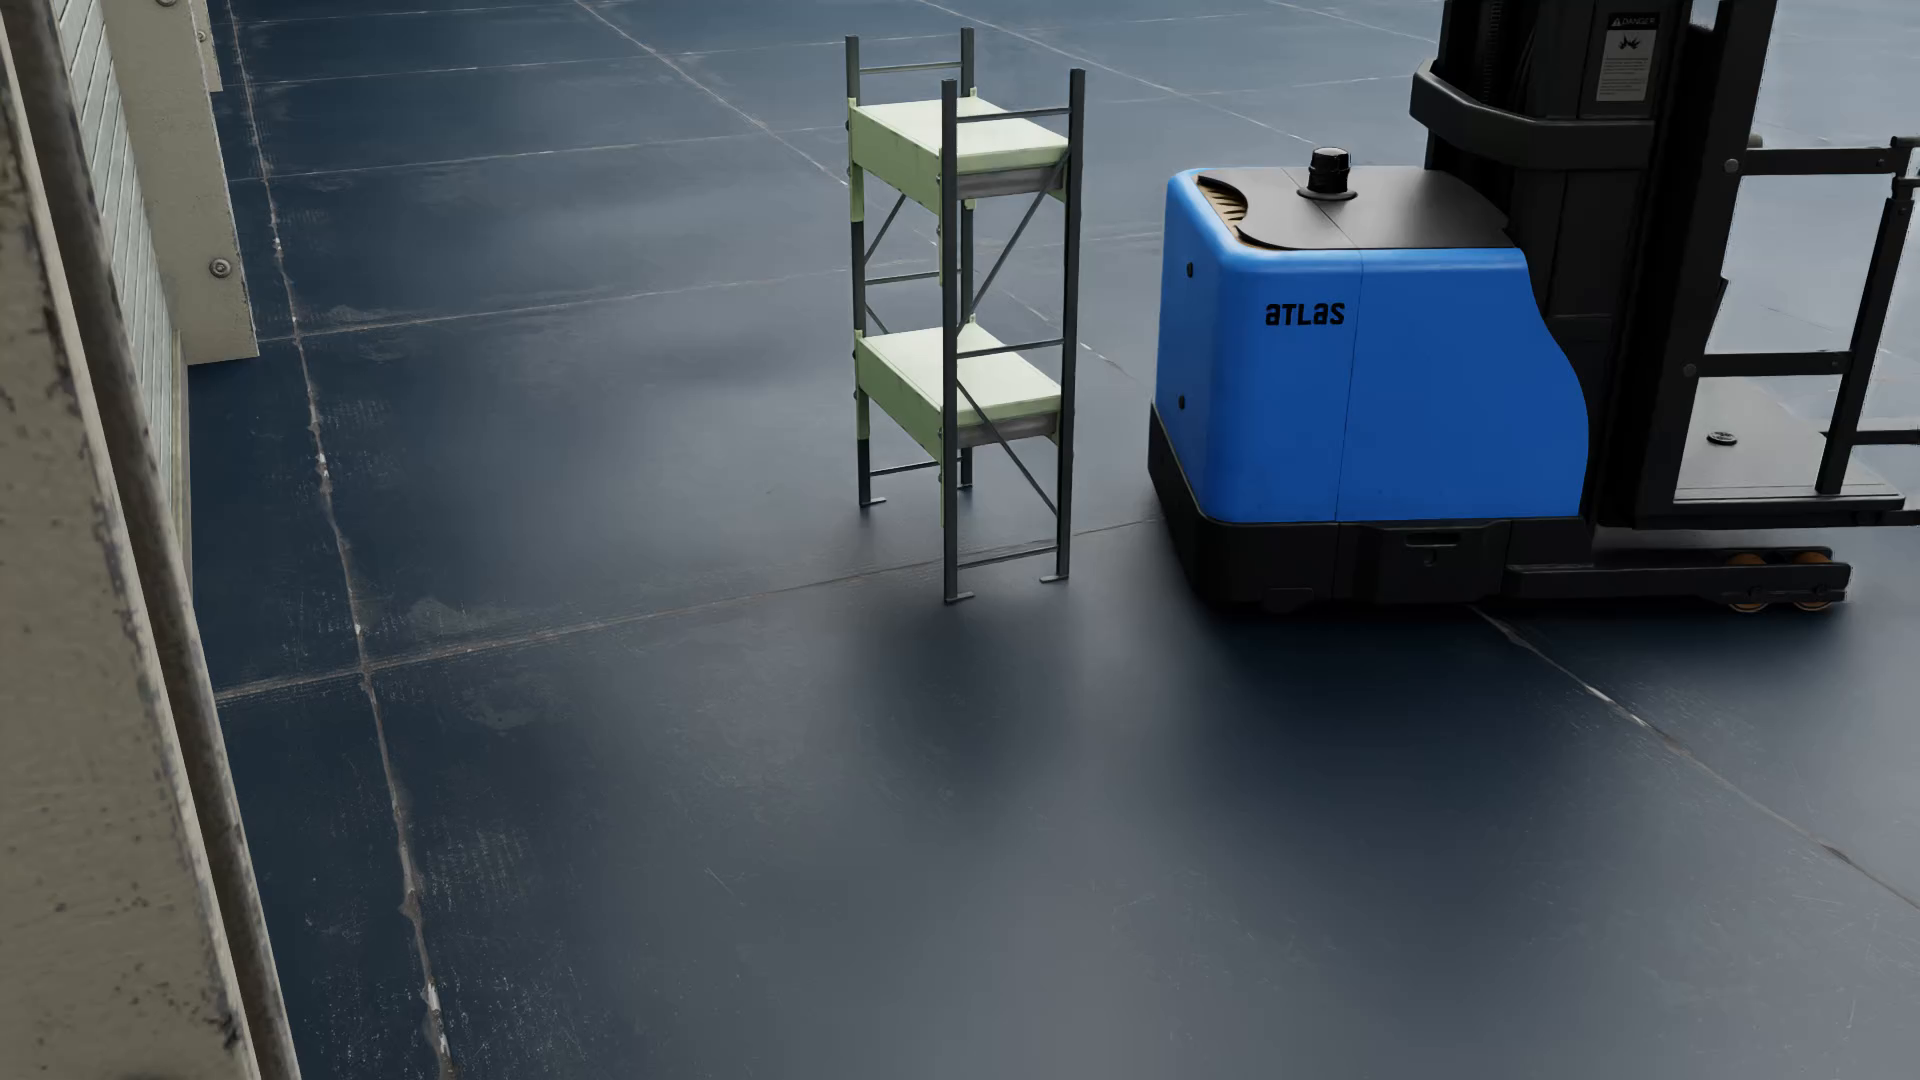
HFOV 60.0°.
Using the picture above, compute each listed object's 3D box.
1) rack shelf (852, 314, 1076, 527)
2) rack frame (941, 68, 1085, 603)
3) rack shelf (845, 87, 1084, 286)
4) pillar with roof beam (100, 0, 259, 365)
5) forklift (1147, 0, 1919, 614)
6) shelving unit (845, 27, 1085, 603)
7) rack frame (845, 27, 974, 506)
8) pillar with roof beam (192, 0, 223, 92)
[{"bbox_3d":[-0.003,-0.384,5.069,0.431,0.370,0.720,-11,28,-21],"label":"rack shelf"},{"bbox_3d":[0.141,-0.529,4.624,0.400,1.500,0.023,-11,28,-21],"label":"rack frame"},{"bbox_3d":[-0.003,-1.027,4.755,0.431,0.370,0.720,-11,28,-21],"label":"rack shelf"},{"bbox_3d":[0.882,-5.587,6.436,9.100,9.000,0.400,-11,28,-21],"label":"pillar with roof beam"},{"bbox_3d":[2.164,-1.339,4.651,3.031,2.935,1.130,-1,26,-3],"label":"forklift"},{"bbox_3d":[-0.003,-0.677,4.926,0.431,1.500,0.755,-11,28,-21],"label":"shelving unit"},{"bbox_3d":[-0.146,-0.824,5.229,0.400,1.500,0.023,-11,28,-21],"label":"rack frame"},{"bbox_3d":[-1.468,-8.009,11.397,9.100,9.000,0.400,-11,28,-21],"label":"pillar with roof beam"}]
